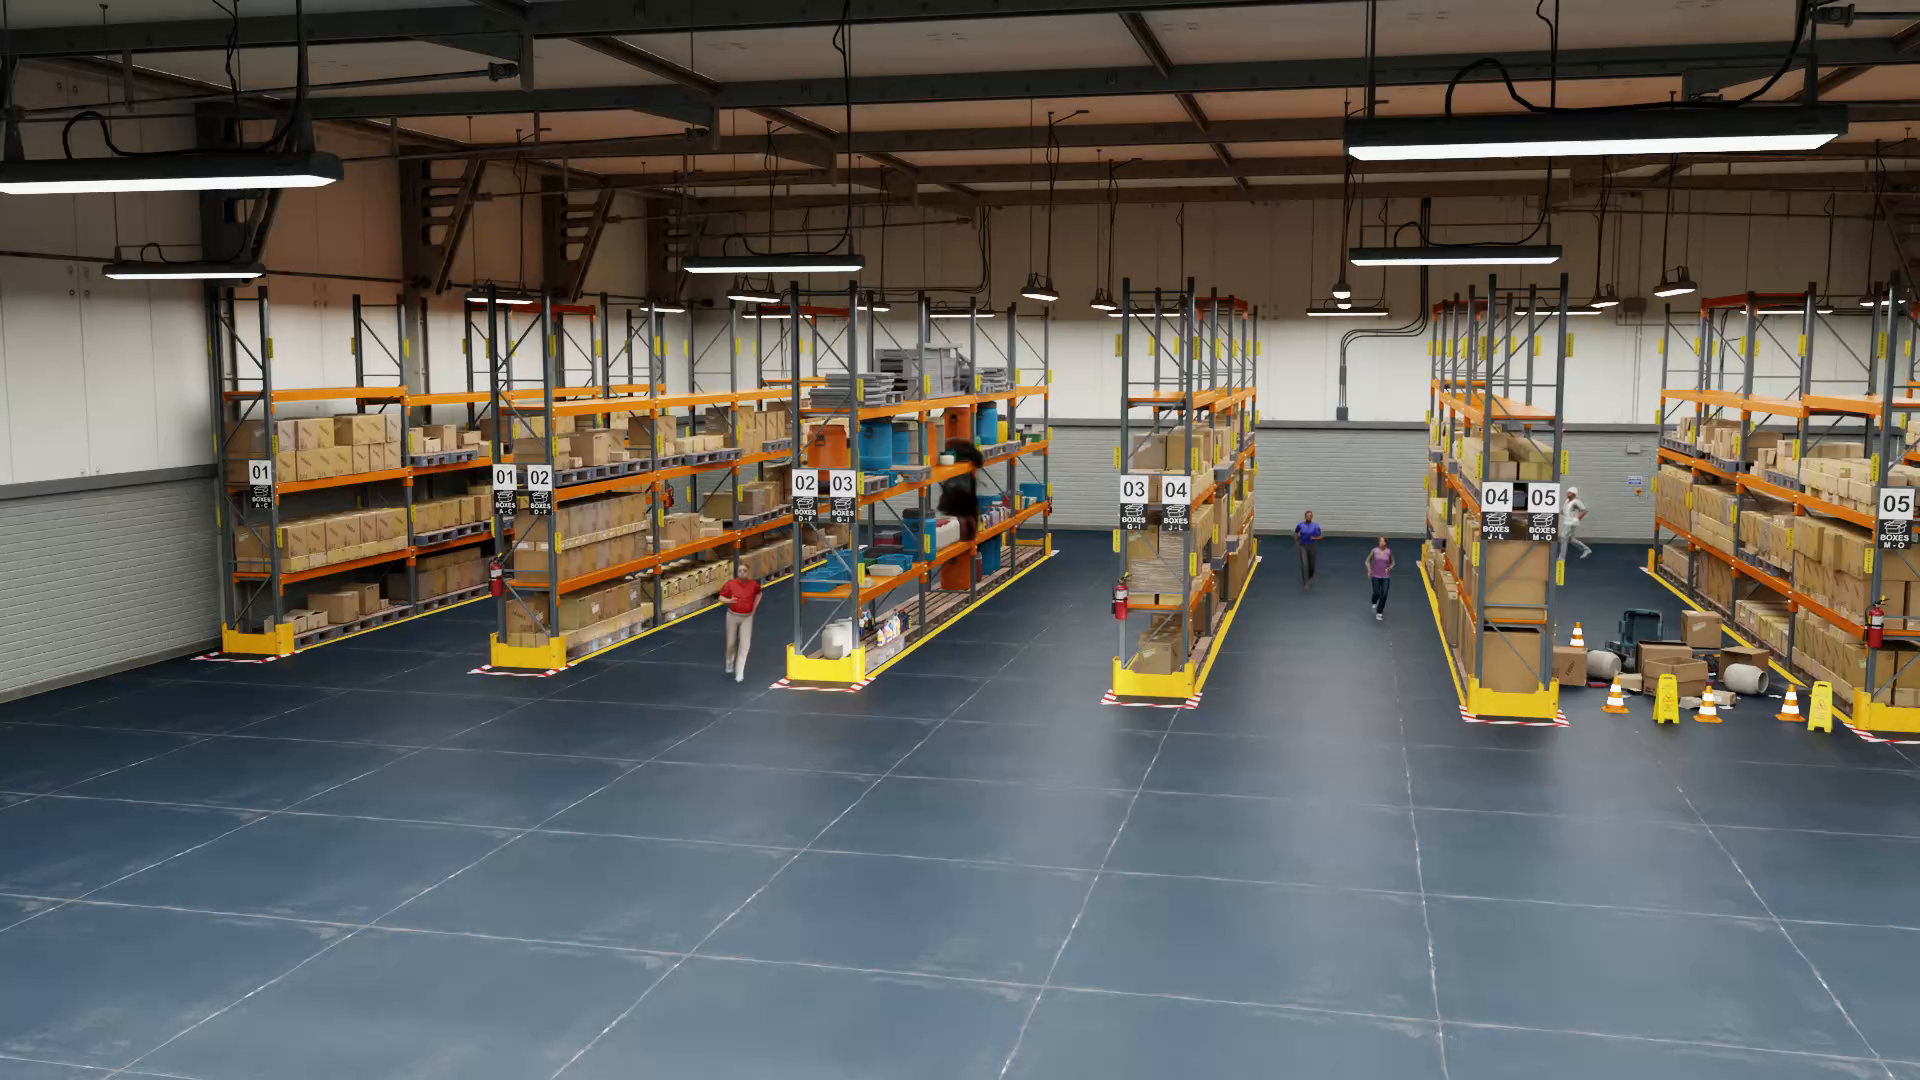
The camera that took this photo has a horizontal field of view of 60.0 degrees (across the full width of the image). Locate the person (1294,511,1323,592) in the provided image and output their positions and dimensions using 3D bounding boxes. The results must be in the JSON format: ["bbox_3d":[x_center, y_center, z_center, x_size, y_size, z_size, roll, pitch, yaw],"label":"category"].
[{"bbox_3d":[7.219,0.204,34.498,0.576,1.639,0.912,1,7,10],"label":"person"}]

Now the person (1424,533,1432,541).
[{"bbox_3d":[11.349,-0.307,39.387,0.613,1.593,0.626,0,7,-2],"label":"person"}]

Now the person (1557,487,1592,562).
[{"bbox_3d":[14.330,-0.349,38.905,0.911,1.793,0.666,1,7,6],"label":"person"}]

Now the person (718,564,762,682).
[{"bbox_3d":[-3.347,1.250,25.381,0.662,1.791,0.807,-1,7,-8],"label":"person"}]

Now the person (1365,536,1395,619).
[{"bbox_3d":[7.785,0.701,30.773,0.530,1.558,0.537,1,7,7],"label":"person"}]
